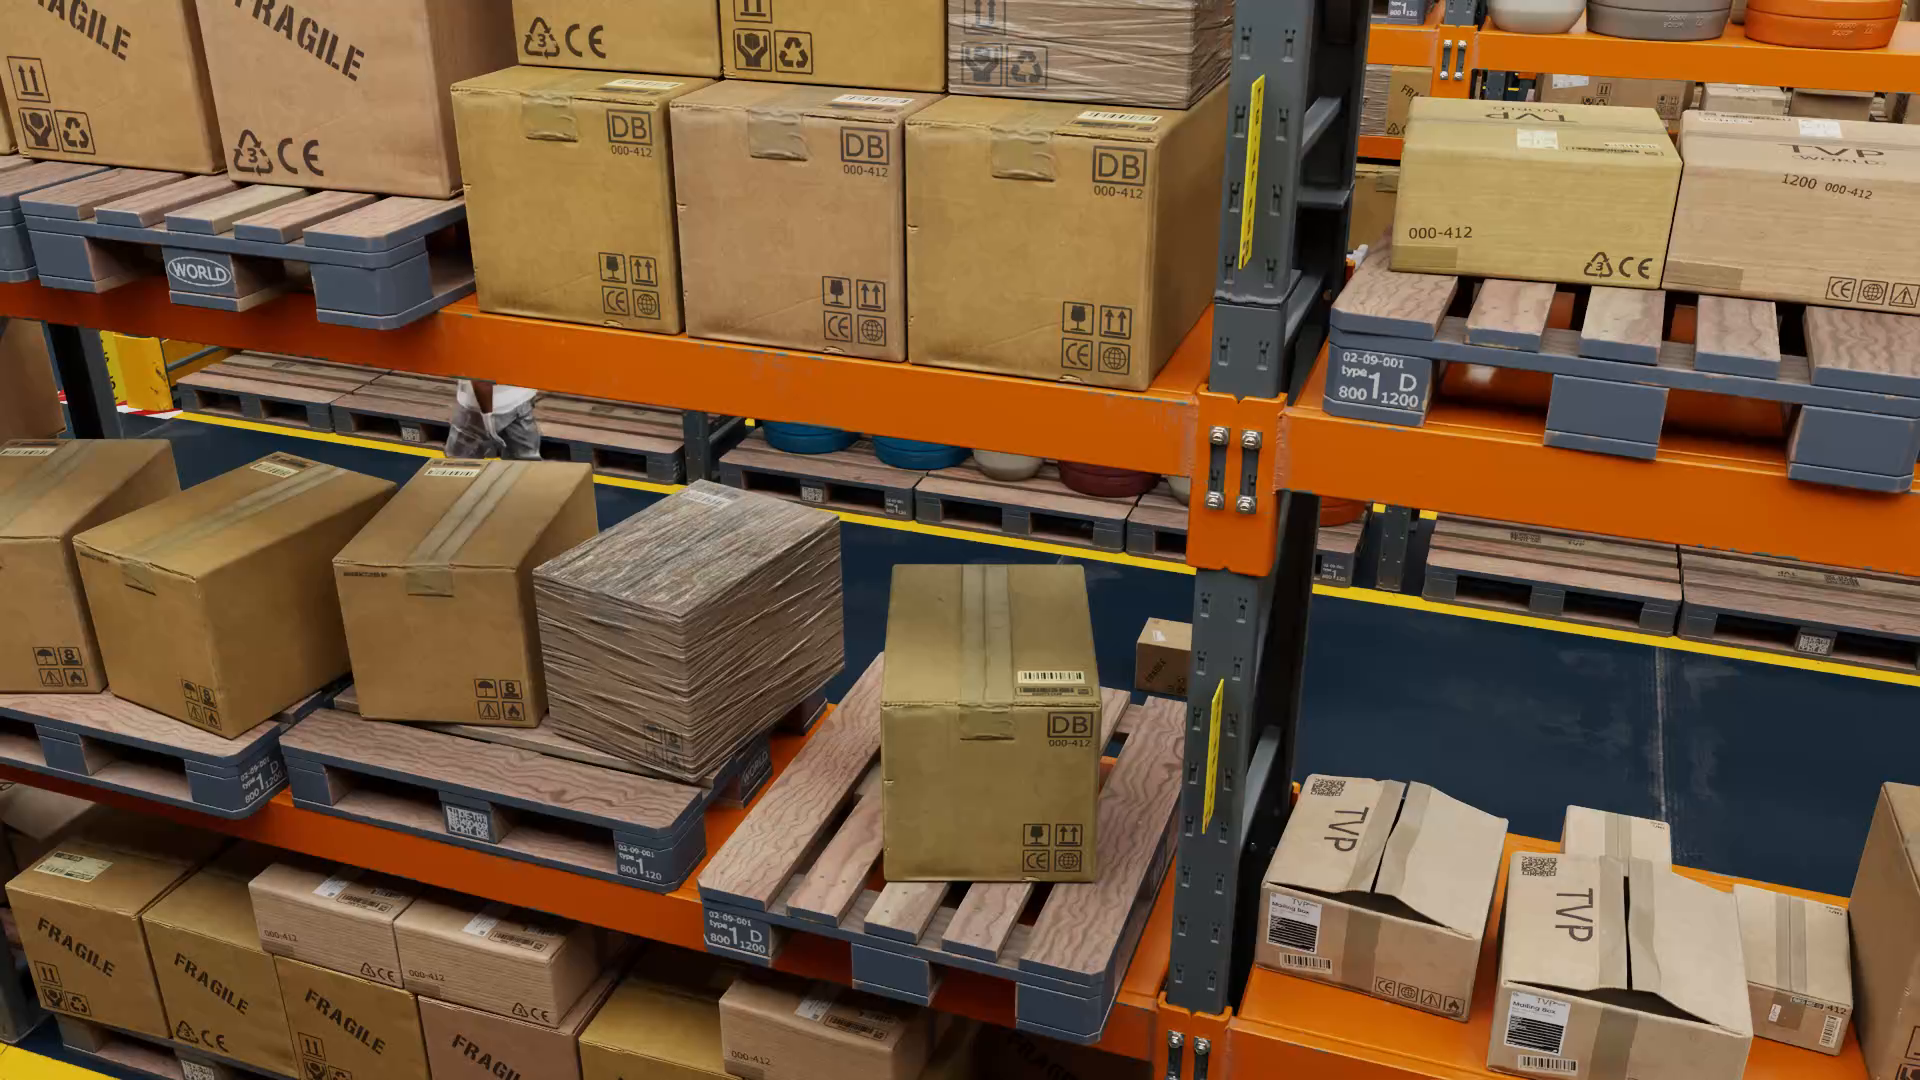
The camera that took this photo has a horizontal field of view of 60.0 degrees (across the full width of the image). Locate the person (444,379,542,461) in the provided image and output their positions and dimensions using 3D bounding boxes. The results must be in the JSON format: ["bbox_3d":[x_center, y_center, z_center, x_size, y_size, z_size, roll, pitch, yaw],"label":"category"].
[{"bbox_3d":[-2.493,-0.739,8.623,0.821,1.785,0.560,10,27,21],"label":"person"}]
